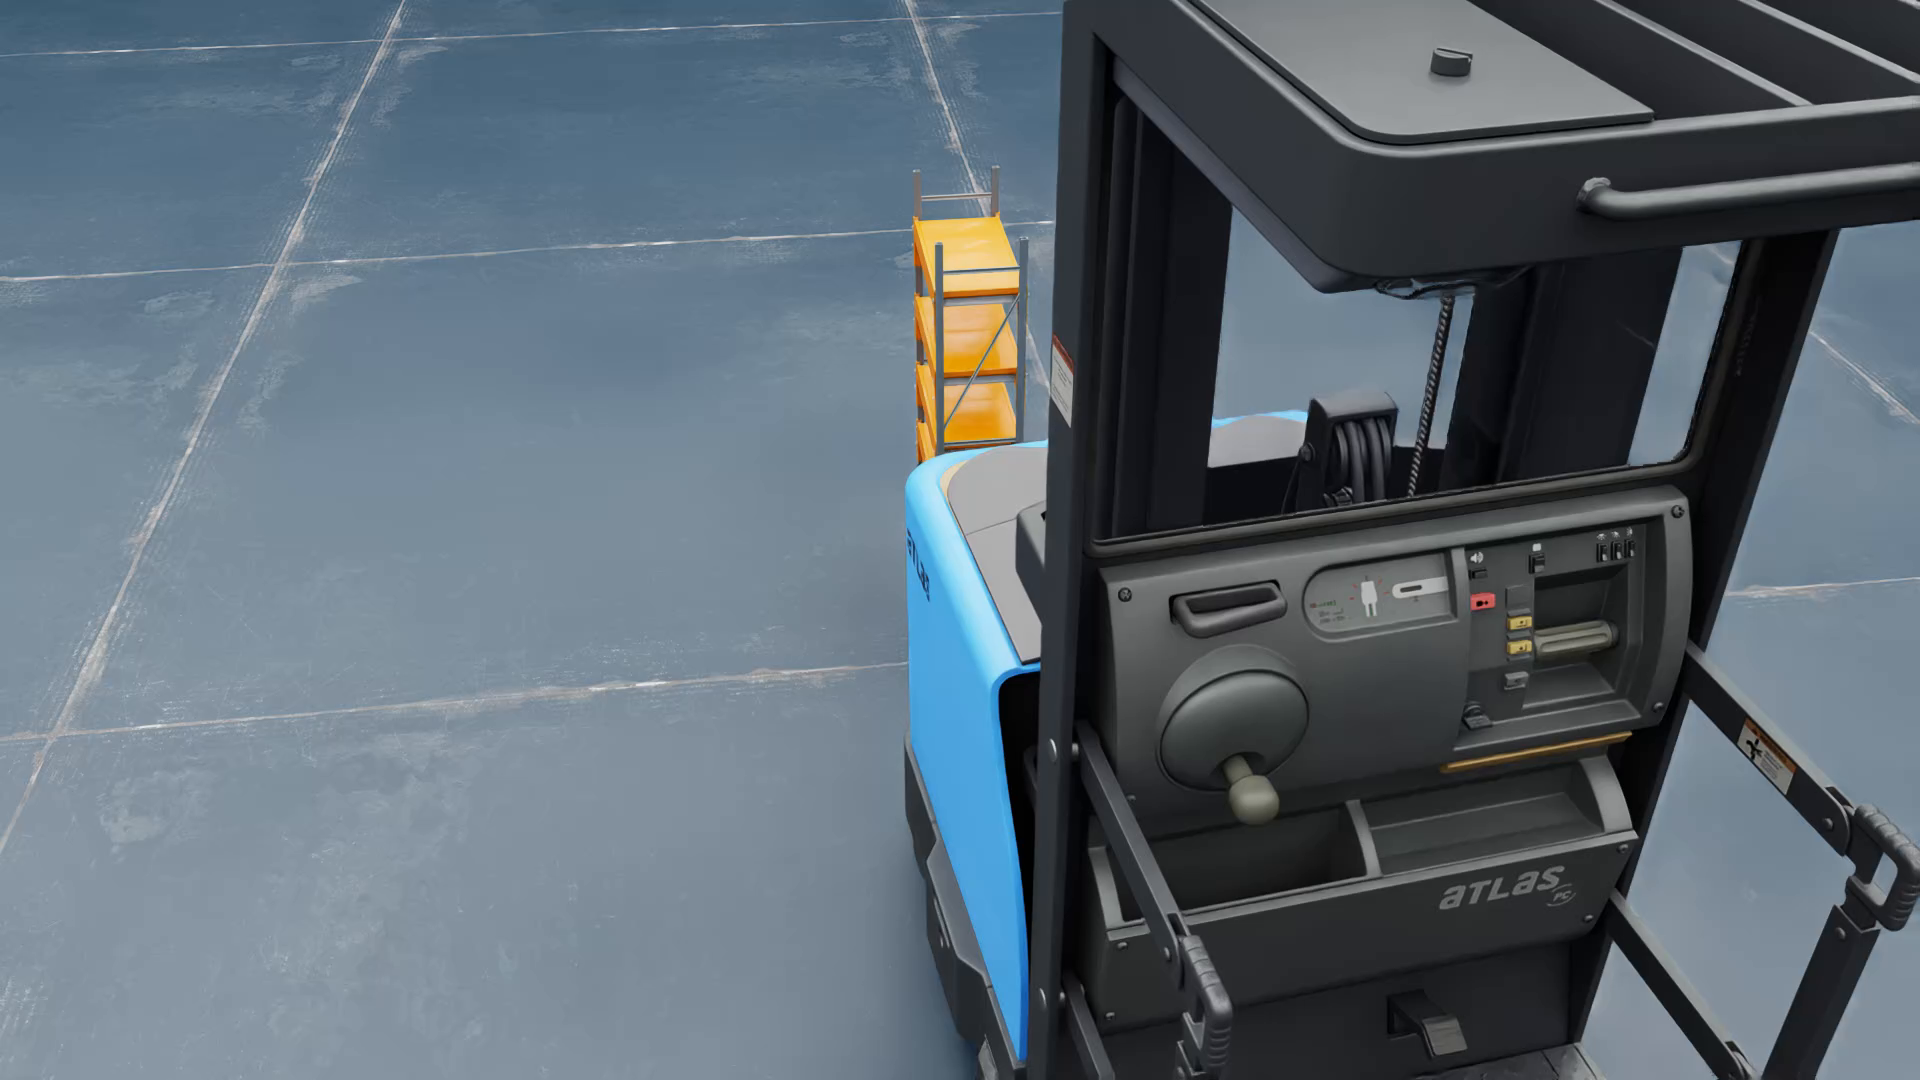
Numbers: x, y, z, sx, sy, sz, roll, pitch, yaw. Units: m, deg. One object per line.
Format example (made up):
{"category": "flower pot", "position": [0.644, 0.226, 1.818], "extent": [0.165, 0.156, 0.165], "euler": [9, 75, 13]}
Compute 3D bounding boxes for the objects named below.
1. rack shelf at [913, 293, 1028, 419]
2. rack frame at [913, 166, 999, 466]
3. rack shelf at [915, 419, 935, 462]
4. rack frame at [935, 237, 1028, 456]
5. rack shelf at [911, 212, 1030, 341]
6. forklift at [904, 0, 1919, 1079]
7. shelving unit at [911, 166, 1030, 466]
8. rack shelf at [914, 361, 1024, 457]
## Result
{"category": "rack shelf", "position": [0.022, -0.533, 4.688], "extent": [0.258, 0.148, 0.480], "euler": [-4, 35, -6]}
{"category": "rack frame", "position": [-0.011, -0.540, 4.976], "extent": [0.240, 1.200, 0.015], "euler": [-4, 35, -6]}
{"category": "rack shelf", "position": [0.022, -0.184, 4.926], "extent": [0.258, 0.148, 0.480], "euler": [-4, 35, -6]}
{"category": "rack frame", "position": [0.055, -0.267, 4.577], "extent": [0.240, 1.200, 0.015], "euler": [-4, 35, -6]}
{"category": "rack shelf", "position": [0.022, -0.728, 4.555], "extent": [0.258, 0.148, 0.480], "euler": [-4, 35, -6]}
{"category": "forklift", "position": [0.719, 0.233, 2.305], "extent": [1.130, 2.935, 3.031], "euler": [-8, 35, -12]}
{"category": "shelving unit", "position": [0.022, -0.403, 4.777], "extent": [0.258, 1.200, 0.503], "euler": [-4, 35, -6]}
{"category": "rack shelf", "position": [0.022, -0.348, 4.814], "extent": [0.258, 0.148, 0.480], "euler": [-4, 35, -6]}
